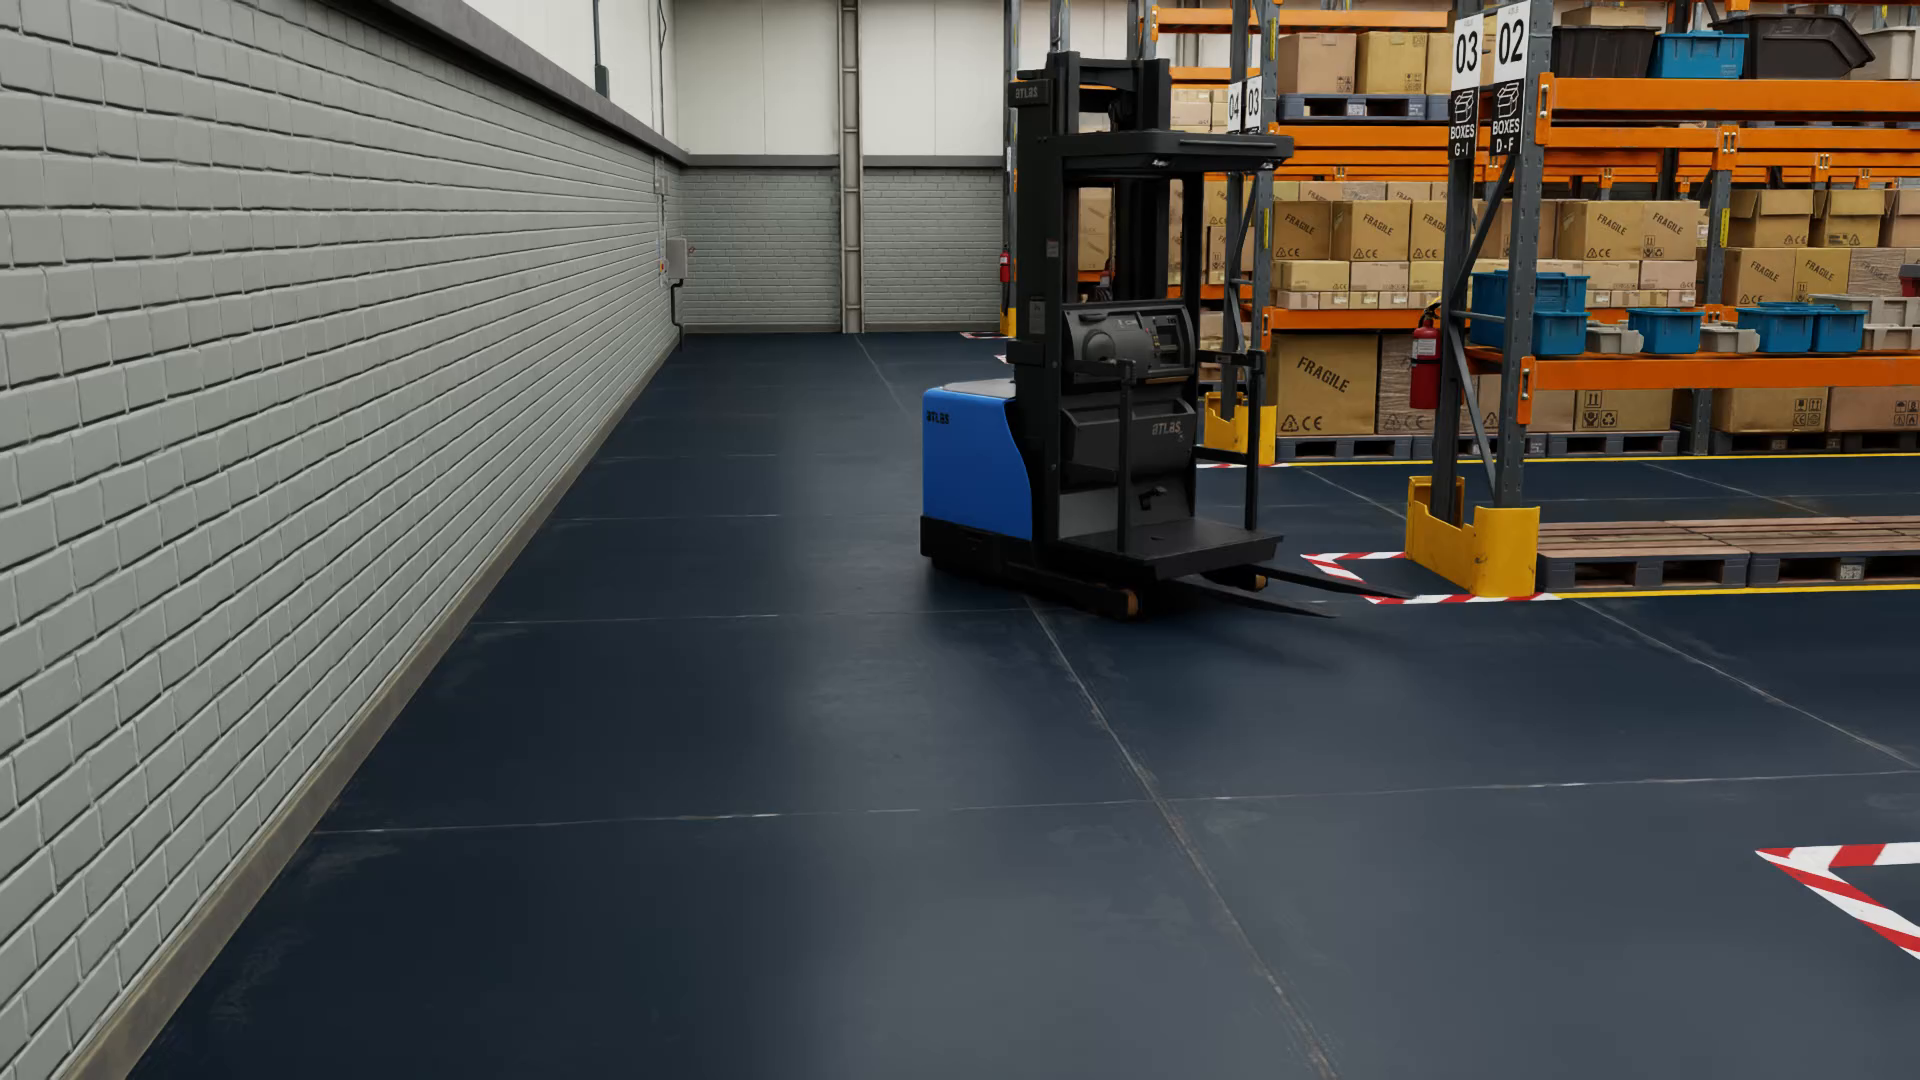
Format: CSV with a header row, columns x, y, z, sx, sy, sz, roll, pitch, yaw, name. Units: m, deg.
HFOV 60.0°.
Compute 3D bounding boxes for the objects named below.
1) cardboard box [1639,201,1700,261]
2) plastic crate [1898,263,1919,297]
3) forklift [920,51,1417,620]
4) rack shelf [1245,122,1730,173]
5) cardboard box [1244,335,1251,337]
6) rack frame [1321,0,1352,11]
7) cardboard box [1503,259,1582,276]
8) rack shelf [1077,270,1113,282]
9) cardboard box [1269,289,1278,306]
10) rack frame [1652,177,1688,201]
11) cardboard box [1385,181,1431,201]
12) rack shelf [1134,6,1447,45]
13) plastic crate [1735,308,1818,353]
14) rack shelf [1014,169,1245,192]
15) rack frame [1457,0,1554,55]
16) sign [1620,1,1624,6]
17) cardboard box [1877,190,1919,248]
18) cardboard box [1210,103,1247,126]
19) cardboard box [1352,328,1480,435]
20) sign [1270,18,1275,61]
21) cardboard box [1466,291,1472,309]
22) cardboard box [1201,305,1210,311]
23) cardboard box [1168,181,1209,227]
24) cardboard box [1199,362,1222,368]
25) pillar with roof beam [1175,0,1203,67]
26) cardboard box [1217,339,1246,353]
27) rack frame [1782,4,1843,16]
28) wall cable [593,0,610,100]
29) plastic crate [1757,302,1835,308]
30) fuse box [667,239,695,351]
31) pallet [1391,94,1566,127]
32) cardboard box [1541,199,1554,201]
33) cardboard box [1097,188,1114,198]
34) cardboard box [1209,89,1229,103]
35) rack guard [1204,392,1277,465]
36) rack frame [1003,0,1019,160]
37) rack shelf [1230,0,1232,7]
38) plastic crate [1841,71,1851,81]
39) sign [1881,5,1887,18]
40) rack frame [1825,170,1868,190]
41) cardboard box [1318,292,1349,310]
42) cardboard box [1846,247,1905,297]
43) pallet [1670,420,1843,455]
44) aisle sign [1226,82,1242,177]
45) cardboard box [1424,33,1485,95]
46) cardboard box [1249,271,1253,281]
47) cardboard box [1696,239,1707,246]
x,y,z,sx,sy,sz,roll,pitch,yaw,name
6.024,-2.681,14.403,0.500,0.500,0.500,-1,11,-4,cardboard box
6.072,-1.442,10.105,0.583,0.464,0.402,-1,11,-6,plastic crate
1.072,-1.124,8.987,1.130,2.935,3.031,-9,14,-38,forklift
4.464,-3.379,14.367,4.000,0.370,1.077,-1,11,-6,rack shelf
3.564,-2.364,19.875,0.250,0.149,0.380,-1,11,-4,cardboard box
5.382,-7.146,23.887,0.127,3.000,1.000,-1,11,-6,rack frame
5.020,-2.292,14.370,0.500,0.250,0.500,-1,11,-5,cardboard box
3.393,-3.807,24.323,4.000,0.370,1.077,-1,11,-6,rack shelf
2.794,-2.165,14.758,0.250,0.149,0.380,-1,11,-5,cardboard box
12.795,-5.320,30.155,0.127,3.000,1.000,-1,11,-6,rack frame
5.065,-3.867,19.140,0.500,0.500,0.500,-2,11,-8,cardboard box
4.028,-5.802,18.927,4.000,0.370,1.077,-1,11,-6,rack shelf
4.600,-1.185,9.398,0.300,0.233,0.416,-1,11,-6,plastic crate
2.854,-6.231,28.876,4.000,0.370,1.077,-1,11,-6,rack shelf
3.010,-4.212,8.965,0.127,3.000,1.000,-1,11,-6,rack frame
9.422,-7.659,23.665,0.005,0.325,0.100,-1,11,-6,sign
8.386,-2.886,14.911,0.637,0.503,0.797,-1,11,-4,cardboard box
3.023,-4.785,18.750,0.500,0.250,0.500,-1,11,-7,cardboard box
4.008,-1.429,14.782,0.875,0.875,0.875,-1,11,-6,cardboard box
2.529,-4.051,13.452,0.005,0.325,0.100,-1,11,-6,sign
4.393,-2.071,14.279,0.250,0.149,0.380,-1,11,-8,cardboard box
4.160,-4.072,29.687,0.500,0.311,0.500,-1,11,-4,cardboard box
2.515,-3.816,18.878,0.500,0.500,0.500,-1,11,-6,cardboard box
2.867,-2.081,19.209,0.250,0.149,0.380,-1,11,-6,cardboard box
4.517,-7.430,25.335,0.400,9.000,9.100,-1,11,-6,pillar with roof beam
3.123,-2.226,19.174,0.250,0.149,0.380,-1,11,-6,cardboard box
9.993,-6.282,19.493,0.127,3.000,1.000,-1,11,-6,rack frame
-3.518,-7.284,16.249,0.120,5.999,2.277,-1,11,-6,wall cable
5.024,-1.308,10.022,0.300,0.233,0.416,-1,11,-6,plastic crate
-4.280,-3.770,25.611,0.414,1.711,0.539,-1,11,-6,fuse box
4.427,-3.690,14.315,1.213,0.211,1.003,-1,11,-6,pallet
8.363,-4.752,24.411,0.500,0.500,0.500,-1,11,-5,cardboard box
2.041,-4.950,23.738,0.250,0.149,0.380,-1,11,-5,cardboard box
2.920,-4.967,18.642,0.250,0.149,0.380,-1,11,-6,cardboard box
2.451,-0.991,14.614,0.348,0.500,1.175,-1,11,-6,rack guard
0.865,-8.014,28.305,0.127,3.000,1.000,-1,11,-6,rack frame
2.854,-9.334,28.266,4.000,0.370,1.077,-1,11,-6,rack shelf
5.038,-2.701,9.741,0.530,0.136,0.437,-1,11,-6,plastic crate
13.401,-7.742,24.089,0.005,0.325,0.100,-1,11,-6,sign
13.335,-4.369,25.314,0.127,3.000,1.000,-1,11,-6,rack frame
3.119,-2.045,14.144,0.250,0.149,0.380,-1,11,-7,cardboard box
7.933,-2.333,14.701,0.500,0.500,0.500,-1,11,-7,cardboard box
7.211,-0.964,15.223,1.213,0.211,1.003,-1,11,-6,pallet
2.371,-3.550,14.409,0.004,0.787,0.394,-1,11,-6,aisle sign
4.068,-4.024,14.177,0.500,0.500,0.700,-2,11,-10,cardboard box
3.435,-3.033,19.173,0.250,0.149,0.380,-1,11,-7,cardboard box
8.528,-3.448,19.420,0.250,0.149,0.380,-1,11,-6,cardboard box
